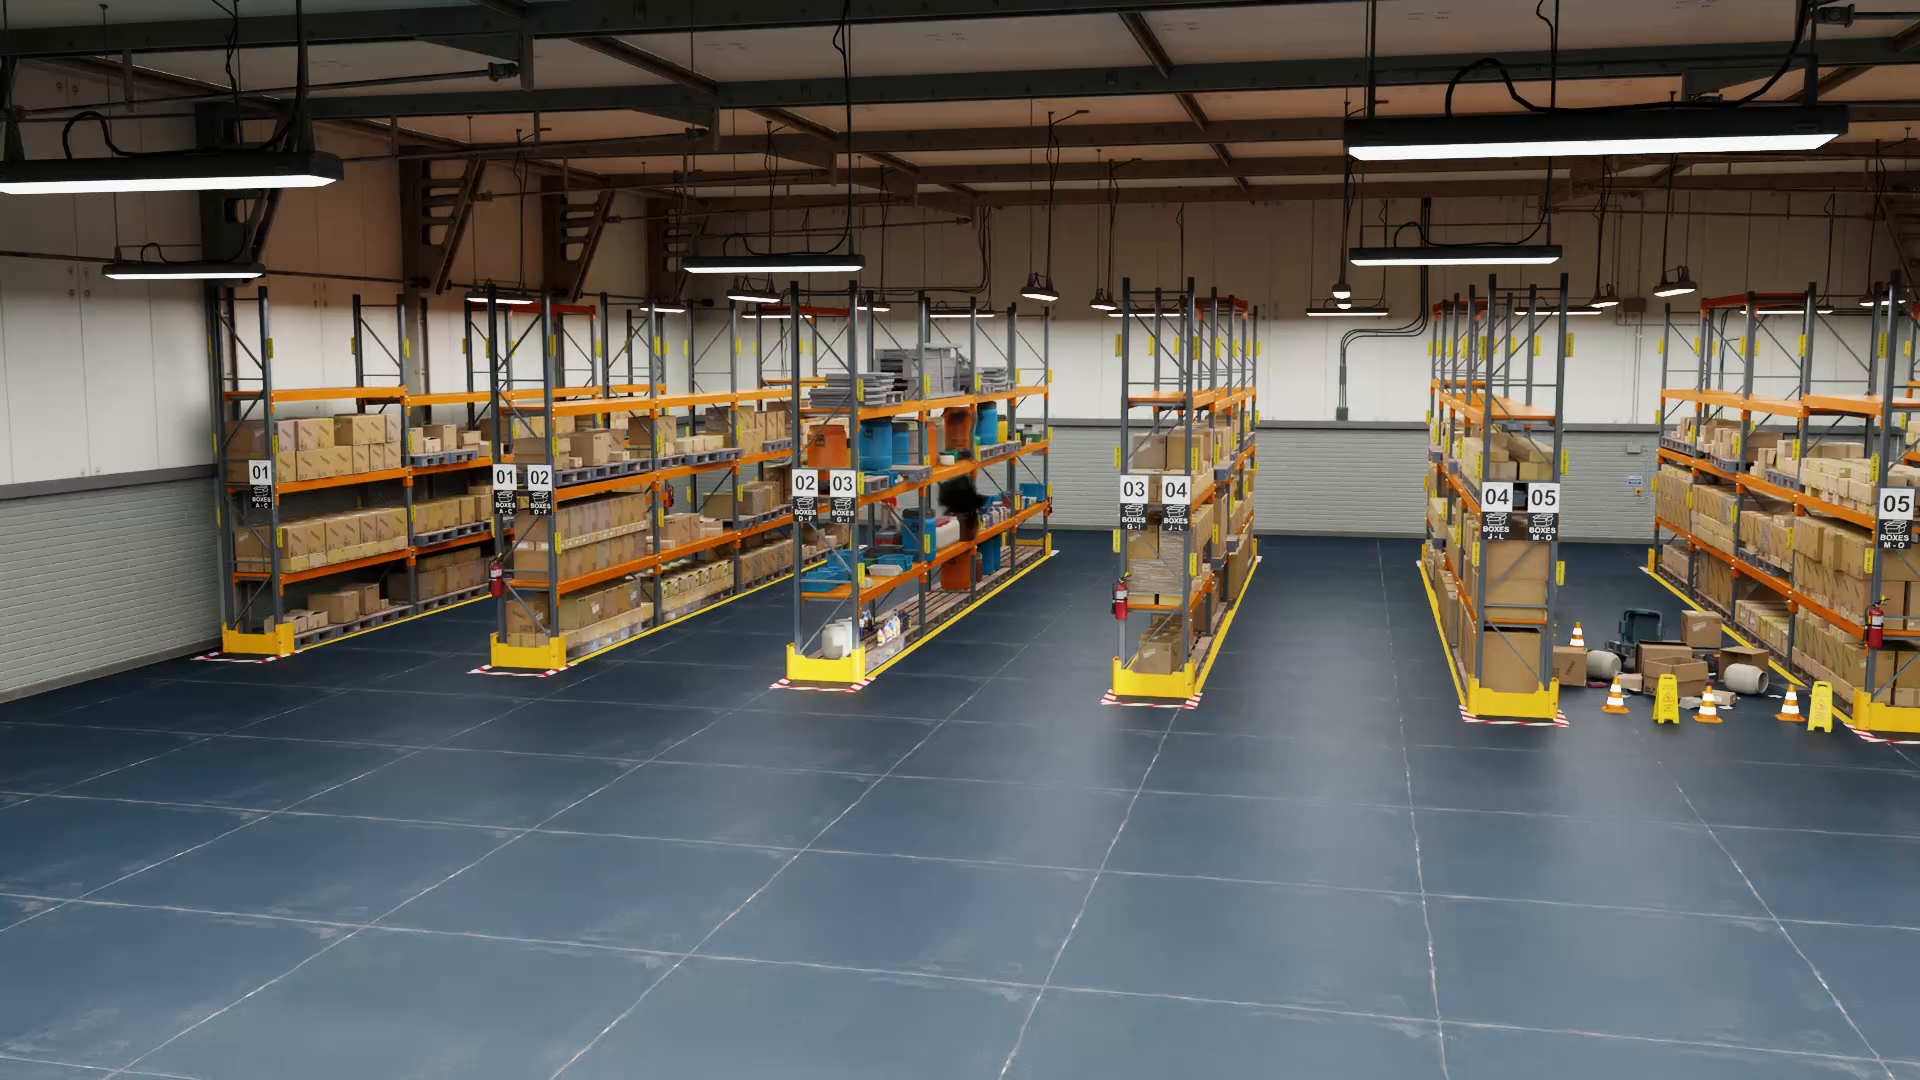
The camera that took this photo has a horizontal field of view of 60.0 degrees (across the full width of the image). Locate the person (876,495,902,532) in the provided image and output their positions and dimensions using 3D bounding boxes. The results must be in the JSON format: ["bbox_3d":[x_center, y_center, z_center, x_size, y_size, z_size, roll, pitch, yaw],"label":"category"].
[{"bbox_3d":[-1.806,-0.673,42.089,0.665,1.764,0.897,-3,7,-24],"label":"person"}]
